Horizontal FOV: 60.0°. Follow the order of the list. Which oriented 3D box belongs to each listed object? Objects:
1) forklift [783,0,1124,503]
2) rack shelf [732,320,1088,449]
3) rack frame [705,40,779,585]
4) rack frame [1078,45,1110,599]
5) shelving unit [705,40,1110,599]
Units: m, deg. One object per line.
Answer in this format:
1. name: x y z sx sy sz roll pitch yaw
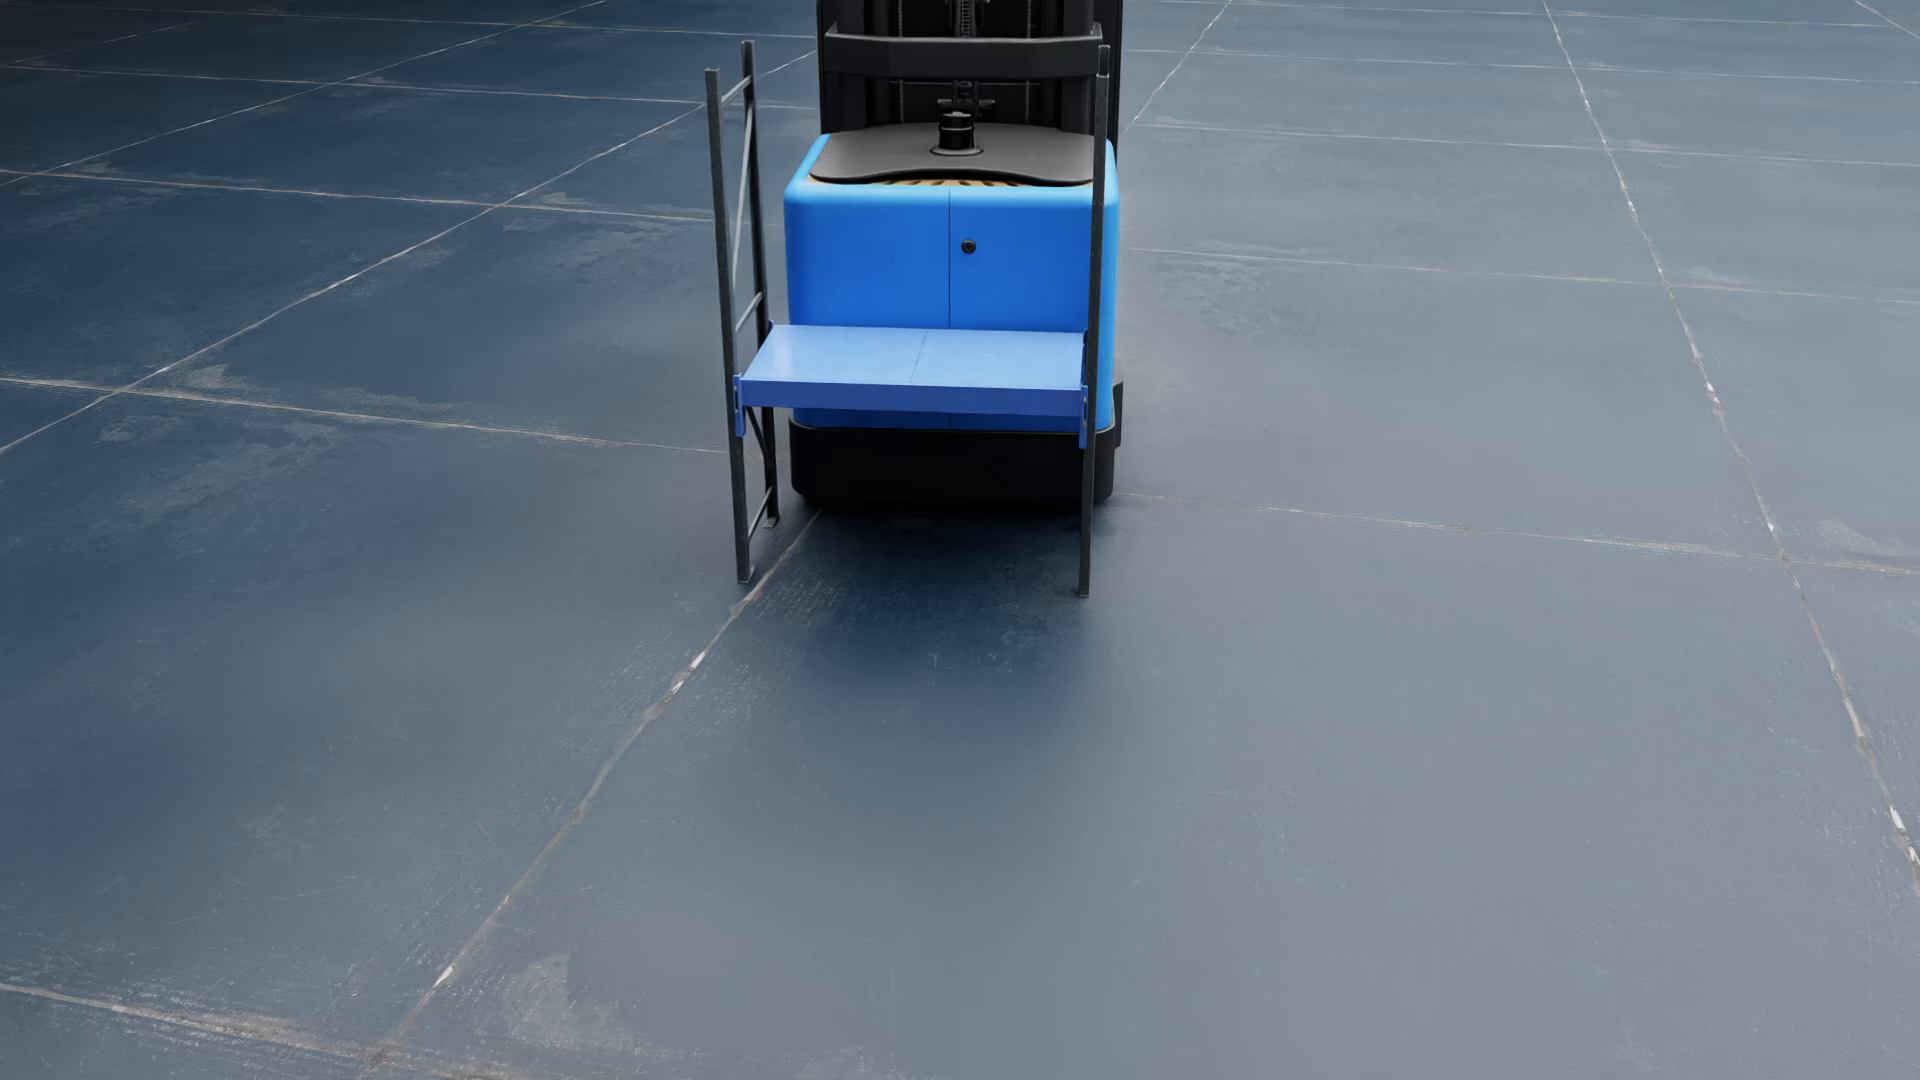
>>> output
1. forklift: 0.048 -2.035 6.114 1.130 2.935 3.031 1 25 3
2. rack shelf: -0.121 -0.469 4.909 1.000 0.185 0.538 2 26 5
3. rack frame: -0.627 -0.650 4.872 0.032 1.500 0.500 2 26 5
4. rack frame: 0.386 -0.612 4.791 0.032 1.500 0.500 2 26 5
5. shelving unit: -0.121 -0.631 4.831 1.048 1.500 0.538 2 26 5
